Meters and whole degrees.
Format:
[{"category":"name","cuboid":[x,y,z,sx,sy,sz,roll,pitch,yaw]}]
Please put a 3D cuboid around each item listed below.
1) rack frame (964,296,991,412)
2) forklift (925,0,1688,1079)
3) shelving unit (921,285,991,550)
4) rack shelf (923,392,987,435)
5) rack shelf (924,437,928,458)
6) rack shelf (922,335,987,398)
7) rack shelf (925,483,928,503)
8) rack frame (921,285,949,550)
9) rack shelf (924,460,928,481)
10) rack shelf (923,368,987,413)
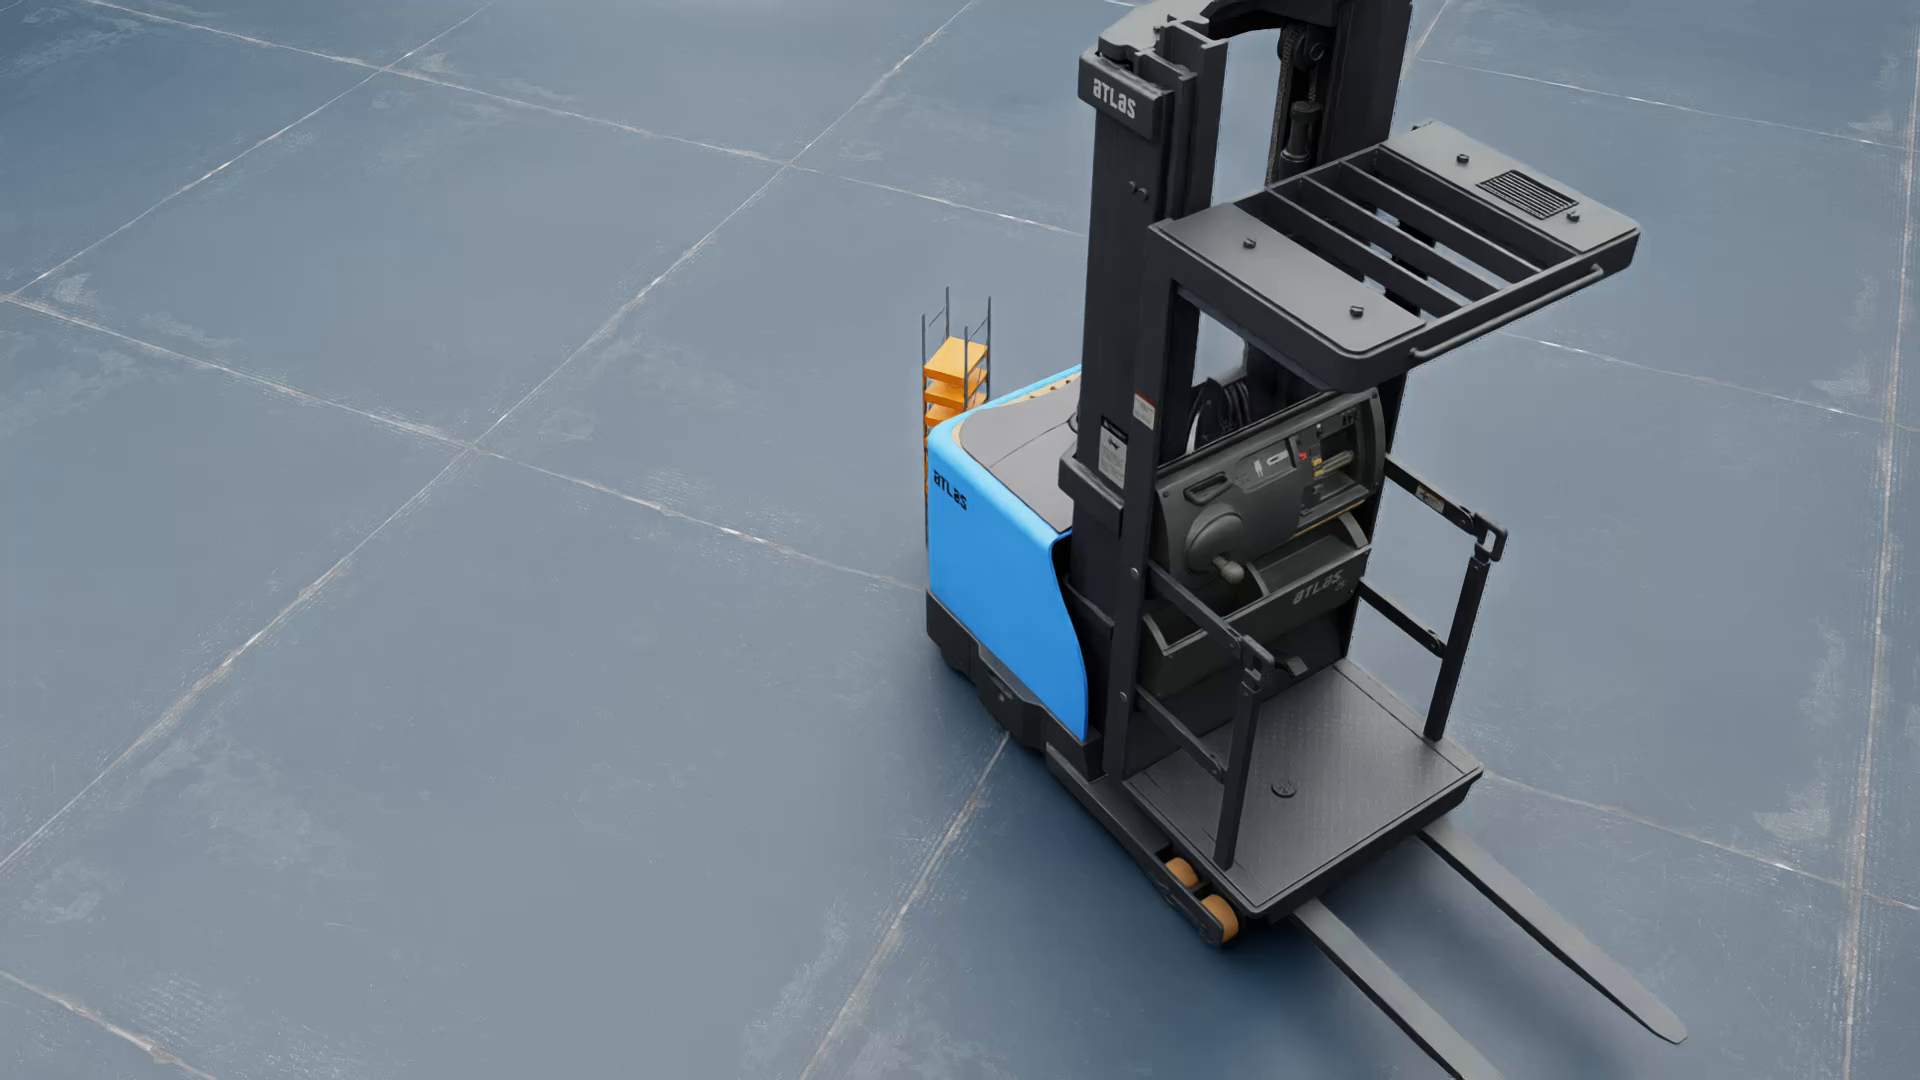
[{"category":"rack frame","cuboid":[0.070,-0.432,6.832,0.006,1.200,0.240,17,44,19]},{"category":"forklift","cuboid":[1.117,-0.097,5.124,1.130,2.935,3.031,-25,47,-26]},{"category":"shelving unit","cuboid":[-0.013,-0.457,6.862,0.189,1.200,0.258,17,44,19]},{"category":"rack shelf","cuboid":[-0.013,-0.514,6.812,0.180,0.103,0.258,17,44,19]},{"category":"rack shelf","cuboid":[-0.013,-0.424,6.891,0.180,0.103,0.258,17,44,19]},{"category":"rack shelf","cuboid":[-0.013,-0.696,6.655,0.180,0.103,0.258,17,44,19]},{"category":"rack shelf","cuboid":[-0.013,-0.242,7.048,0.180,0.103,0.258,17,44,19]},{"category":"rack frame","cuboid":[-0.096,-0.483,6.891,0.006,1.200,0.240,17,44,19]},{"category":"rack shelf","cuboid":[-0.013,-0.333,6.969,0.180,0.103,0.258,17,44,19]},{"category":"rack shelf","cuboid":[-0.013,-0.605,6.734,0.180,0.103,0.258,17,44,19]}]
